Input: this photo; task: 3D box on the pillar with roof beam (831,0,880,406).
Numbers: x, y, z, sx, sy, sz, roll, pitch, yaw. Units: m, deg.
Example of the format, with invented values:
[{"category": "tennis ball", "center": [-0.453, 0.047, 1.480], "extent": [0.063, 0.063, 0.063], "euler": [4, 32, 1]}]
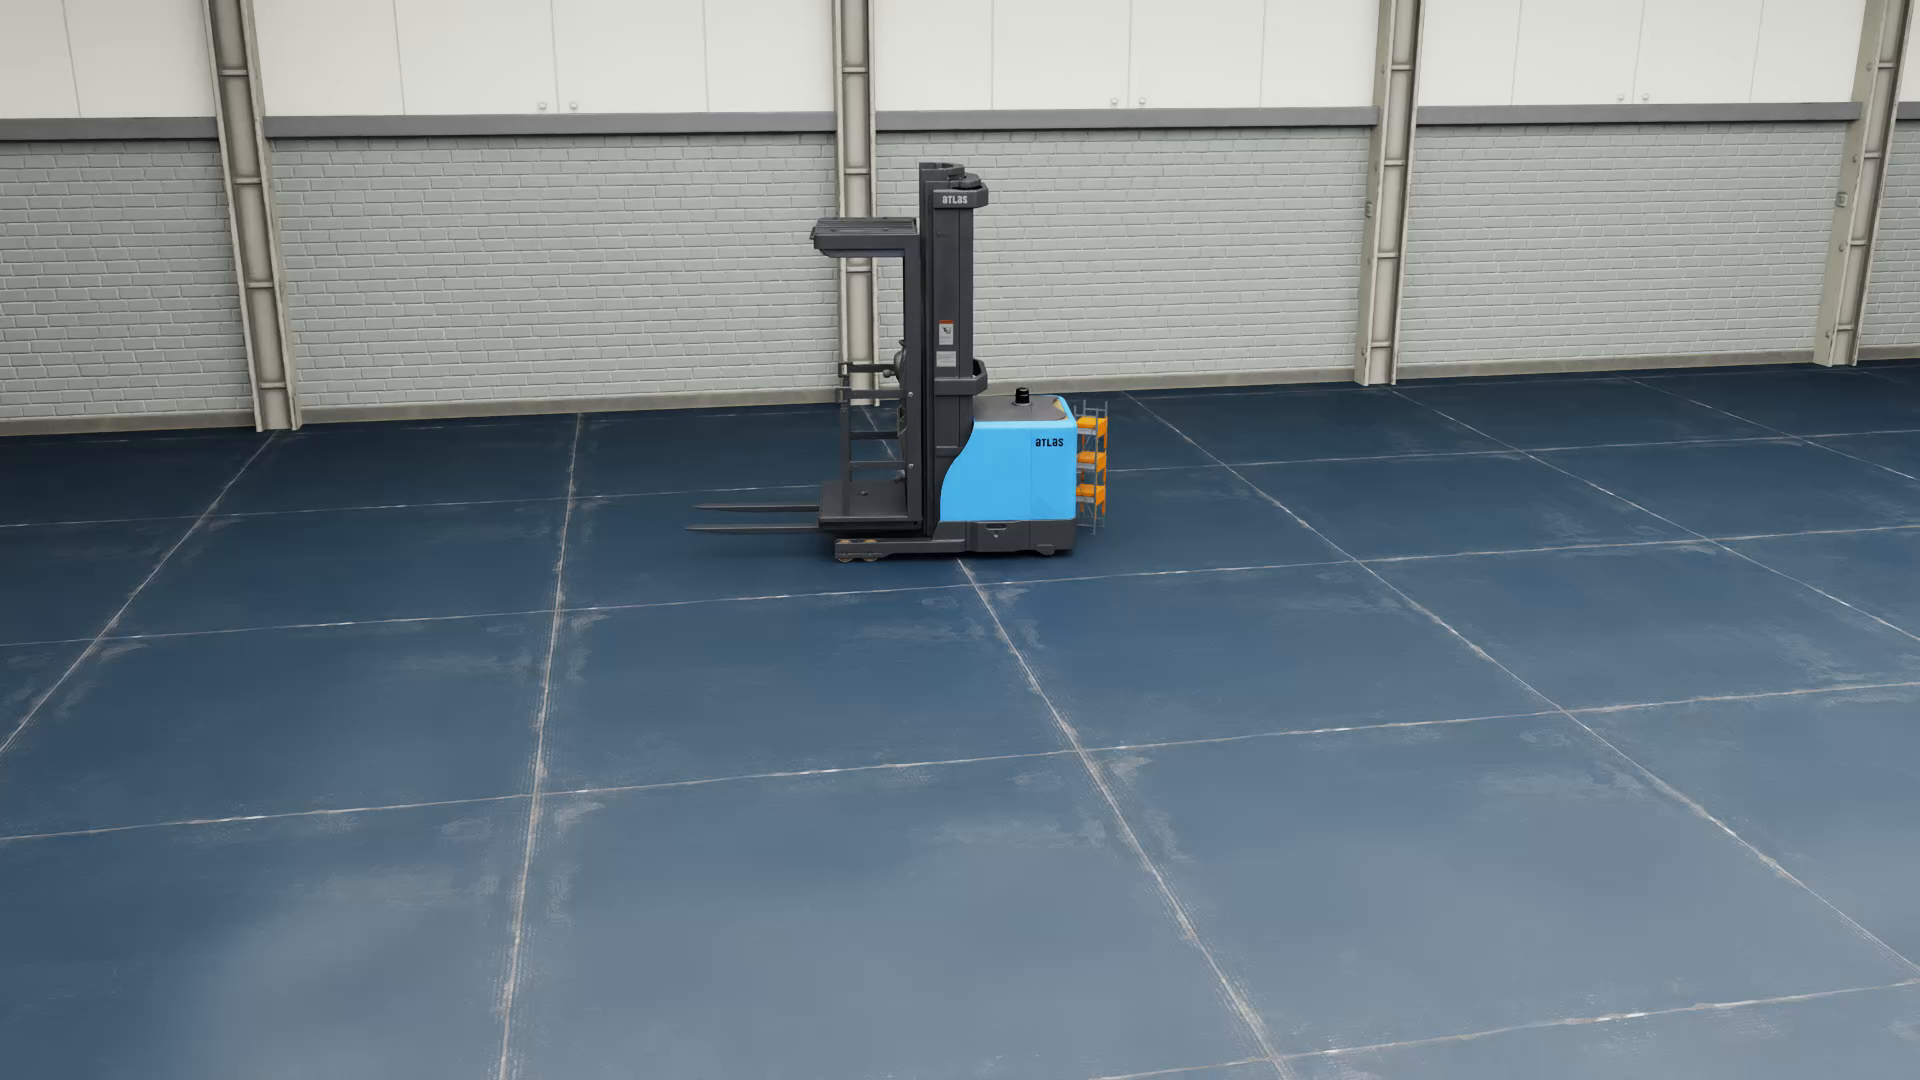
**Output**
[{"category": "pillar with roof beam", "center": [-0.278, -4.551, 12.803], "extent": [0.400, 9.000, 9.100], "euler": [-3, 17, -10]}]

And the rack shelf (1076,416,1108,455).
[{"category": "rack shelf", "center": [1.045, -0.848, 13.355], "extent": [0.215, 0.259, 0.240], "euler": [7, 18, 21]}]

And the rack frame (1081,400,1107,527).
[{"category": "rack frame", "center": [1.090, -0.620, 13.543], "extent": [0.200, 1.050, 0.008], "euler": [7, 18, 21]}]

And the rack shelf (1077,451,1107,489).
[{"category": "rack shelf", "center": [1.045, -0.577, 13.438], "extent": [0.215, 0.259, 0.240], "euler": [7, 18, 21]}]

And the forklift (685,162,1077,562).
[{"category": "forklift", "center": [-0.628, -1.392, 12.852], "extent": [3.031, 2.935, 1.130], "euler": [-1, 17, -3]}]

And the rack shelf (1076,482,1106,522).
[{"category": "rack shelf", "center": [1.045, -0.311, 13.520], "extent": [0.215, 0.259, 0.240], "euler": [7, 18, 21]}]

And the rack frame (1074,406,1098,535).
[{"category": "rack frame", "center": [0.999, -0.554, 13.327], "extent": [0.200, 1.050, 0.008], "euler": [7, 18, 21]}]

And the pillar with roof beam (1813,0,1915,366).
[{"category": "pillar with roof beam", "center": [11.504, -5.220, 14.979], "extent": [0.400, 9.000, 9.100], "euler": [-3, 17, -10]}]

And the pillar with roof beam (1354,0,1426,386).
[{"category": "pillar with roof beam", "center": [5.613, -4.885, 13.891], "extent": [0.400, 9.000, 9.100], "euler": [-3, 17, -10]}]

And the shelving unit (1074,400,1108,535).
[{"category": "shelving unit", "center": [1.045, -0.587, 13.435], "extent": [0.215, 1.050, 0.252], "euler": [7, 18, 21]}]

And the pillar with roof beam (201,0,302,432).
[{"category": "pillar with roof beam", "center": [-6.169, -4.217, 11.715], "extent": [0.400, 9.000, 9.100], "euler": [-3, 17, -10]}]
